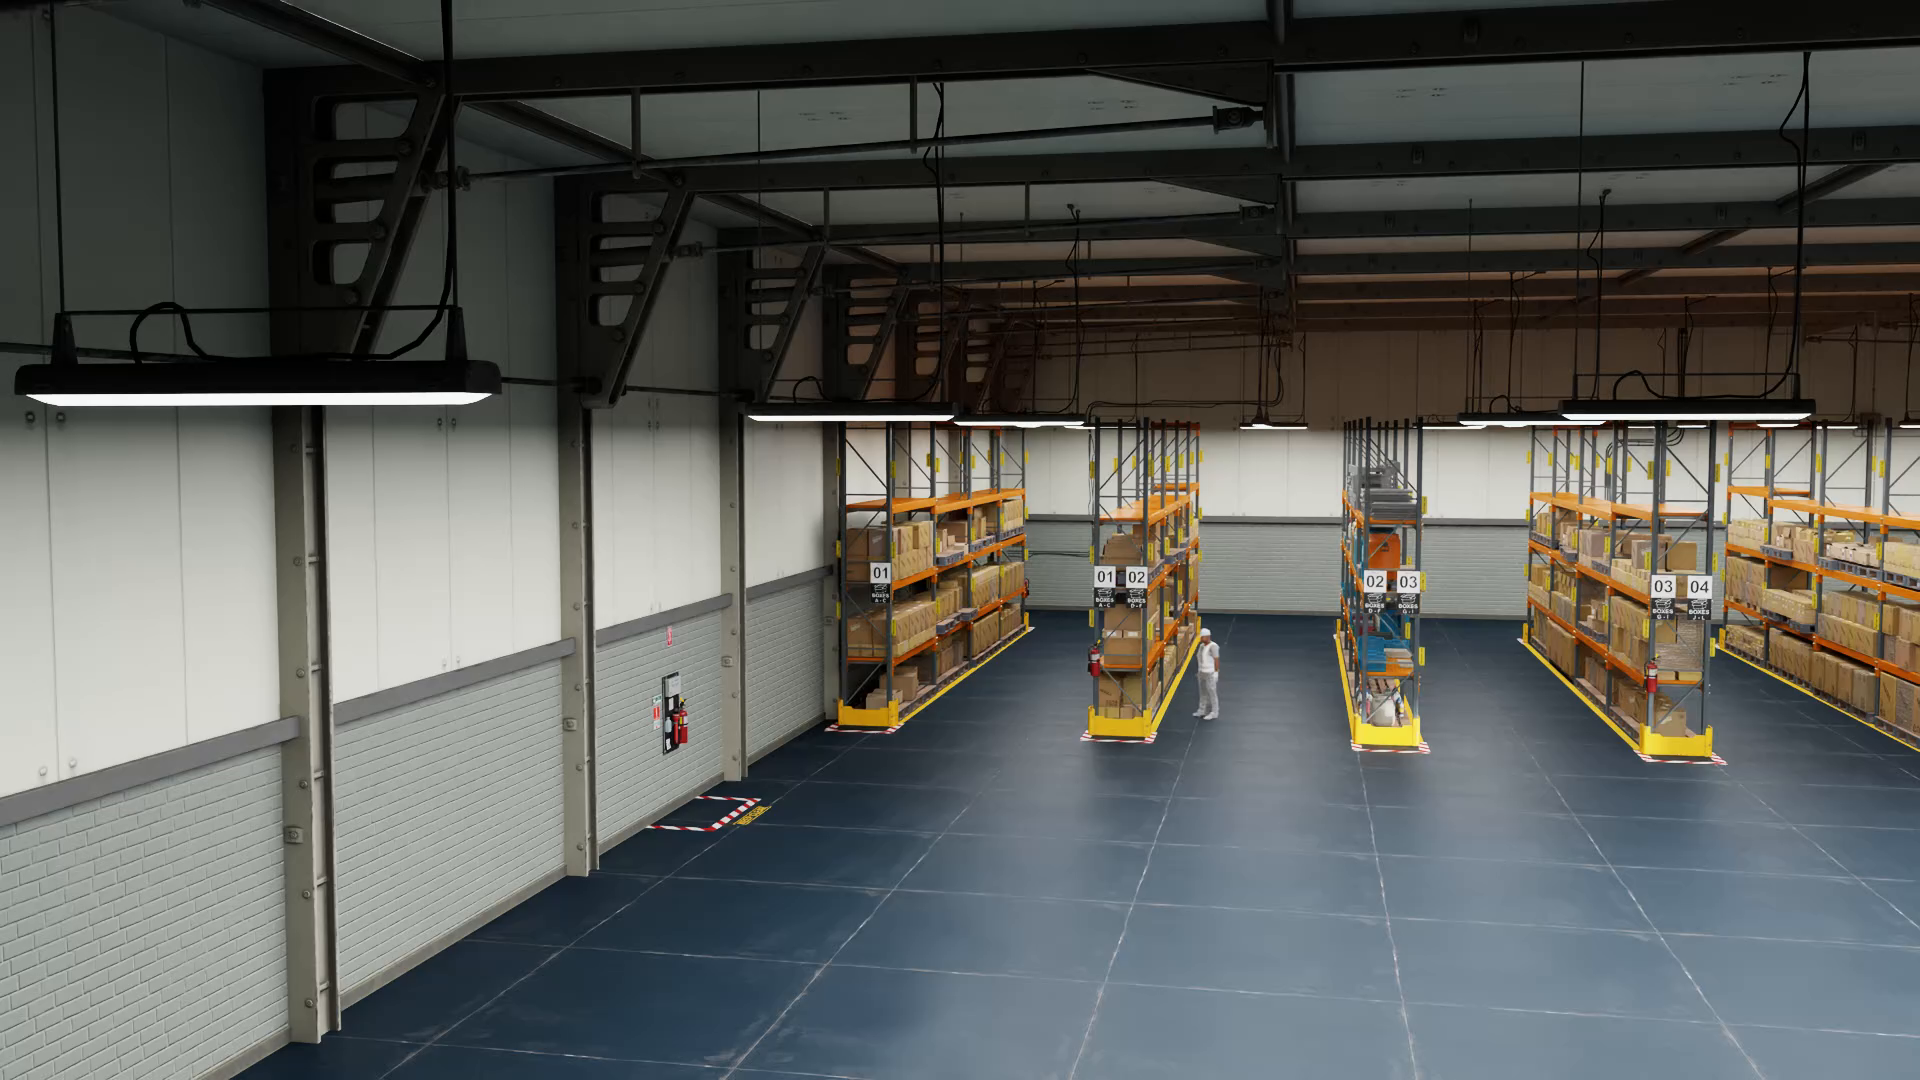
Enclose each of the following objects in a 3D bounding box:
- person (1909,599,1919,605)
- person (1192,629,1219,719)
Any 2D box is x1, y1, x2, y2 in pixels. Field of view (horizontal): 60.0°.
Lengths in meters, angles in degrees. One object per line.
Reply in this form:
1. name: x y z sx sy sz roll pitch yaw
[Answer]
1. person: 25.809 1.993 44.965 0.402 1.595 0.407 0 4 -2
2. person: 4.917 2.662 33.335 0.426 1.780 0.626 -2 4 -25
